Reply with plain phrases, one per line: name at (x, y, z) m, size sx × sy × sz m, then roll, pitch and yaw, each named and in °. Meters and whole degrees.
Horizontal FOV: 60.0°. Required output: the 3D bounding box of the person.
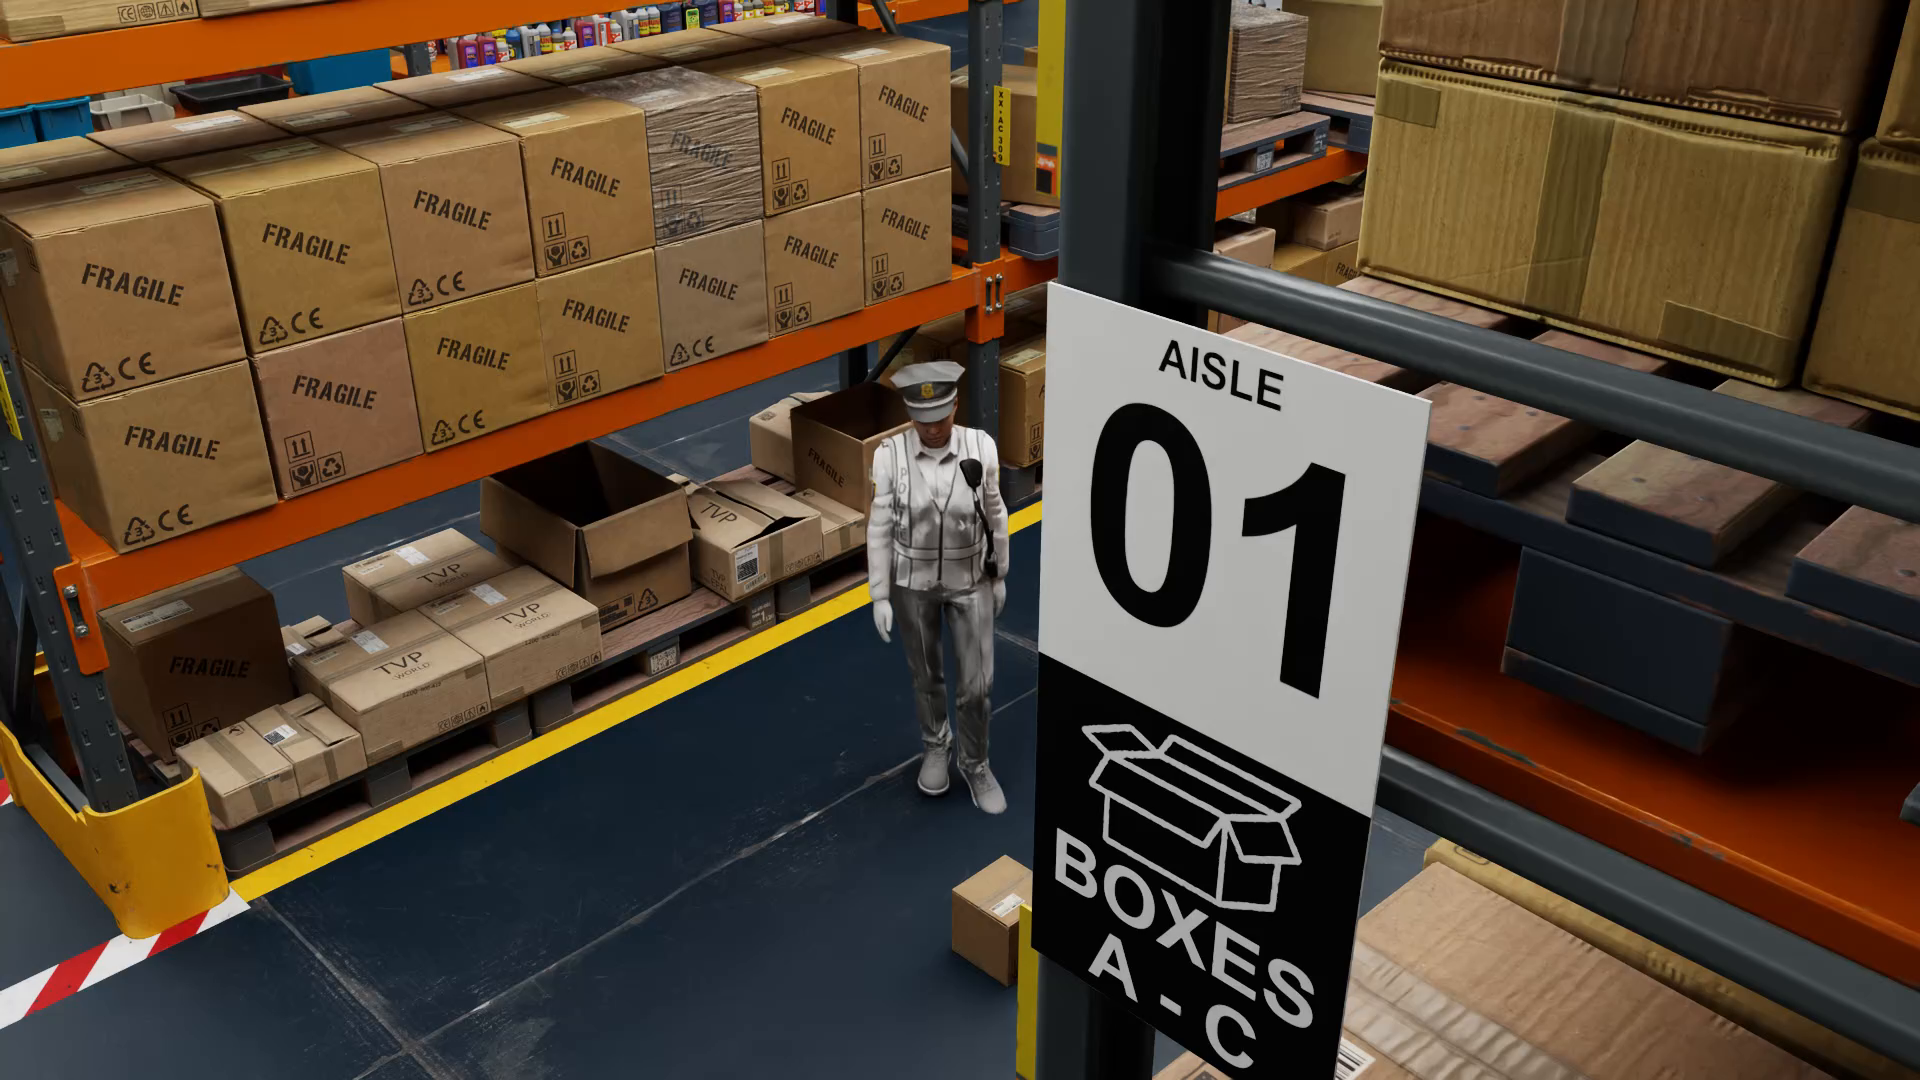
person at (-0.073, 0.185, 5.786) m, size 0.489 × 1.716 × 0.362 m, roll -1°, pitch 28°, yaw -1°
